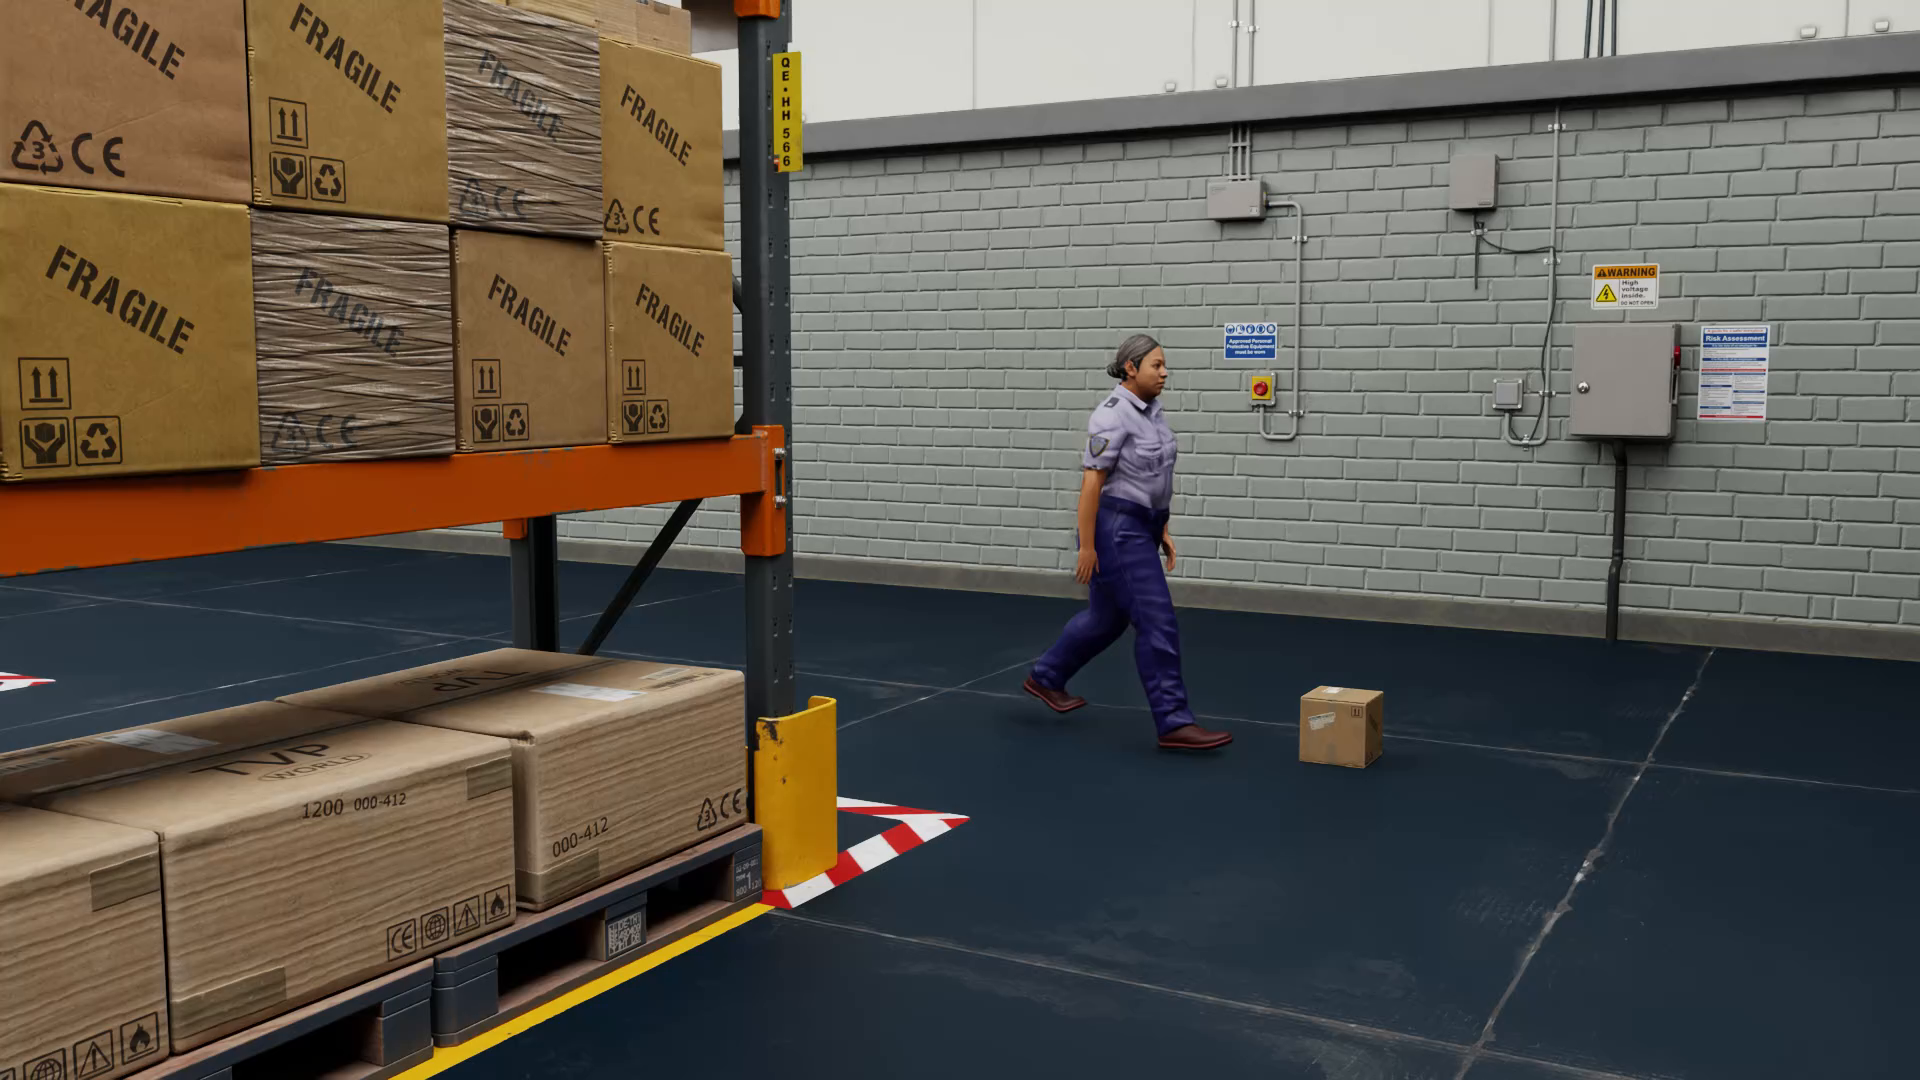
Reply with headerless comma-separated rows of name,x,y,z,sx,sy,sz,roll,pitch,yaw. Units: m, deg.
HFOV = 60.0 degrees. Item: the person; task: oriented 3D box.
person,0.652,-0.012,6.605,0.988,1.601,0.497,3,7,26
